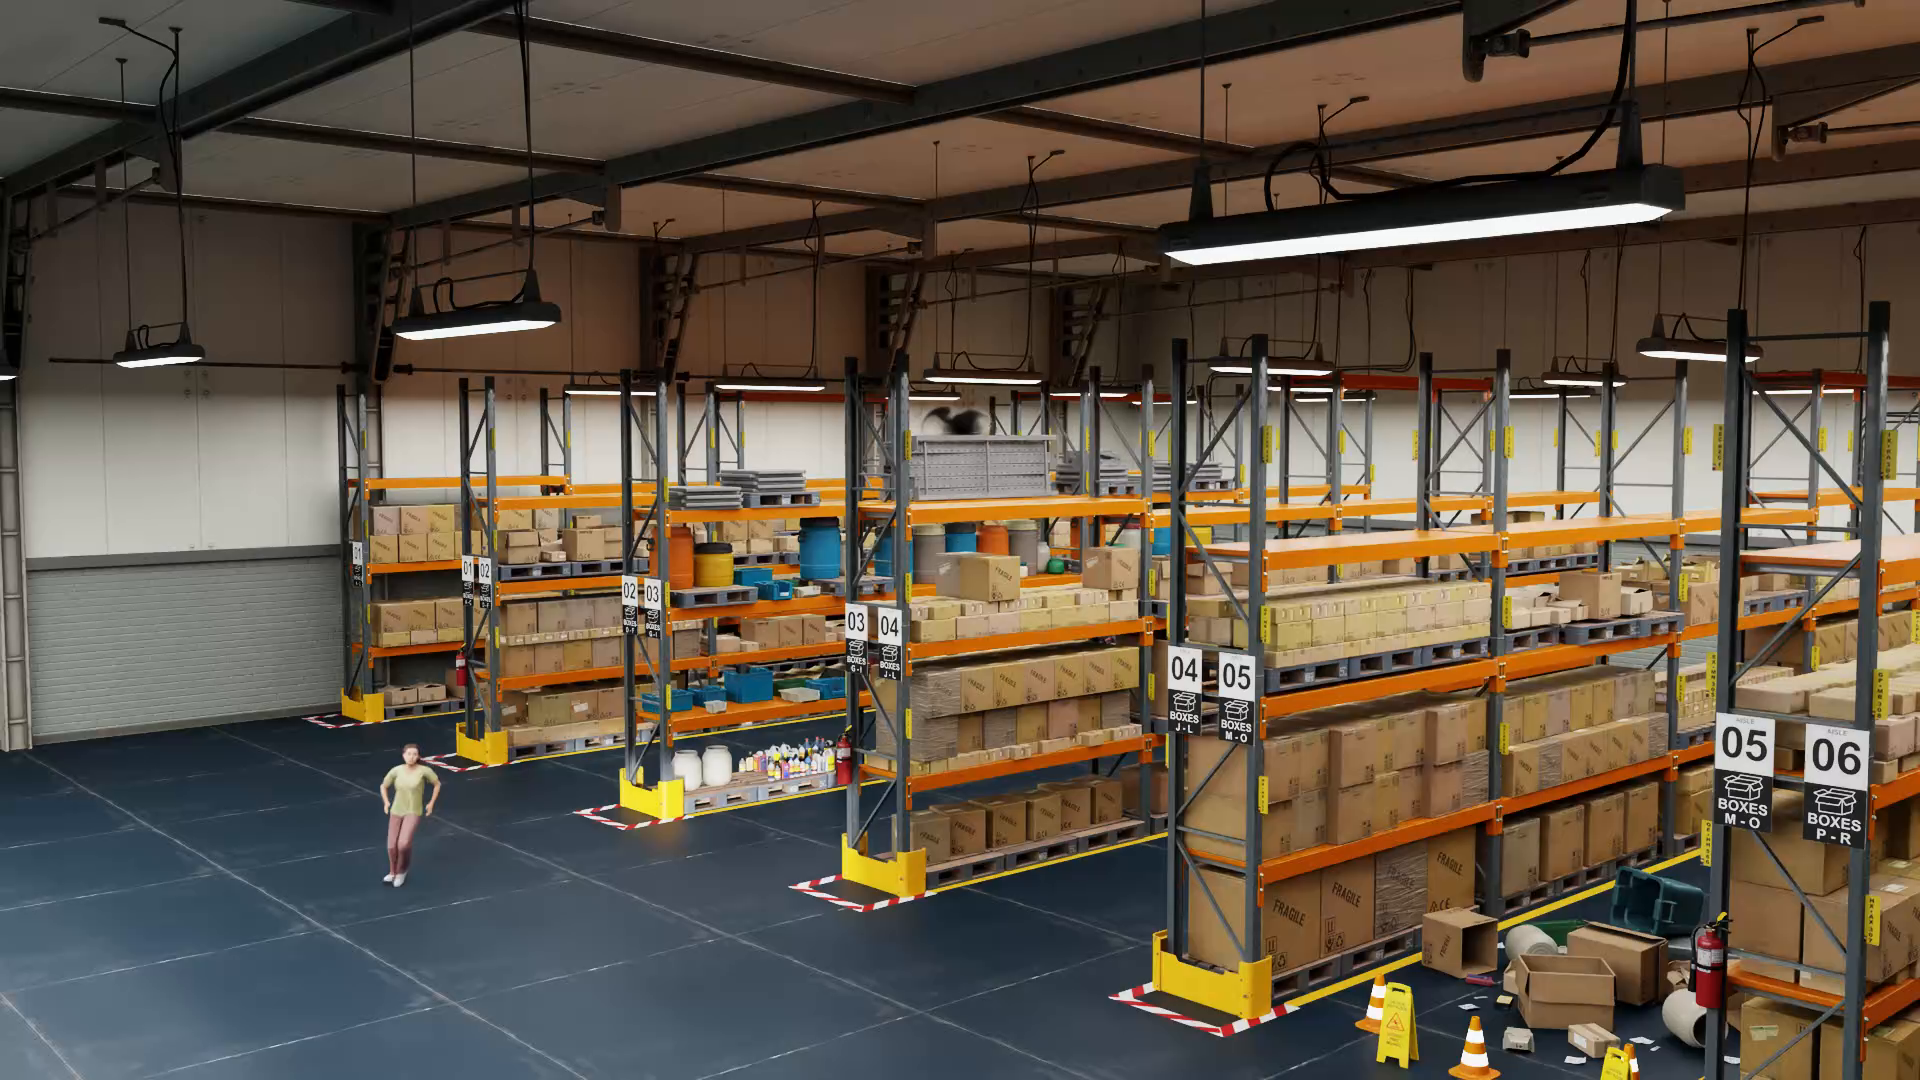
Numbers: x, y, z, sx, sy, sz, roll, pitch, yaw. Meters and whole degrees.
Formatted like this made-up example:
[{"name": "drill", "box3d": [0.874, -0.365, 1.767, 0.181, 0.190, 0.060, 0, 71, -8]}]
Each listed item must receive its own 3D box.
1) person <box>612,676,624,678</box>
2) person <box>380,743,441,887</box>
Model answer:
[{"name": "person", "box3d": [-6.062, 2.334, 29.693, 0.908, 1.831, 0.643, -3, 5, -43]}, {"name": "person", "box3d": [-6.253, 3.109, 18.839, 0.637, 1.623, 0.616, 0, 4, -1]}]
